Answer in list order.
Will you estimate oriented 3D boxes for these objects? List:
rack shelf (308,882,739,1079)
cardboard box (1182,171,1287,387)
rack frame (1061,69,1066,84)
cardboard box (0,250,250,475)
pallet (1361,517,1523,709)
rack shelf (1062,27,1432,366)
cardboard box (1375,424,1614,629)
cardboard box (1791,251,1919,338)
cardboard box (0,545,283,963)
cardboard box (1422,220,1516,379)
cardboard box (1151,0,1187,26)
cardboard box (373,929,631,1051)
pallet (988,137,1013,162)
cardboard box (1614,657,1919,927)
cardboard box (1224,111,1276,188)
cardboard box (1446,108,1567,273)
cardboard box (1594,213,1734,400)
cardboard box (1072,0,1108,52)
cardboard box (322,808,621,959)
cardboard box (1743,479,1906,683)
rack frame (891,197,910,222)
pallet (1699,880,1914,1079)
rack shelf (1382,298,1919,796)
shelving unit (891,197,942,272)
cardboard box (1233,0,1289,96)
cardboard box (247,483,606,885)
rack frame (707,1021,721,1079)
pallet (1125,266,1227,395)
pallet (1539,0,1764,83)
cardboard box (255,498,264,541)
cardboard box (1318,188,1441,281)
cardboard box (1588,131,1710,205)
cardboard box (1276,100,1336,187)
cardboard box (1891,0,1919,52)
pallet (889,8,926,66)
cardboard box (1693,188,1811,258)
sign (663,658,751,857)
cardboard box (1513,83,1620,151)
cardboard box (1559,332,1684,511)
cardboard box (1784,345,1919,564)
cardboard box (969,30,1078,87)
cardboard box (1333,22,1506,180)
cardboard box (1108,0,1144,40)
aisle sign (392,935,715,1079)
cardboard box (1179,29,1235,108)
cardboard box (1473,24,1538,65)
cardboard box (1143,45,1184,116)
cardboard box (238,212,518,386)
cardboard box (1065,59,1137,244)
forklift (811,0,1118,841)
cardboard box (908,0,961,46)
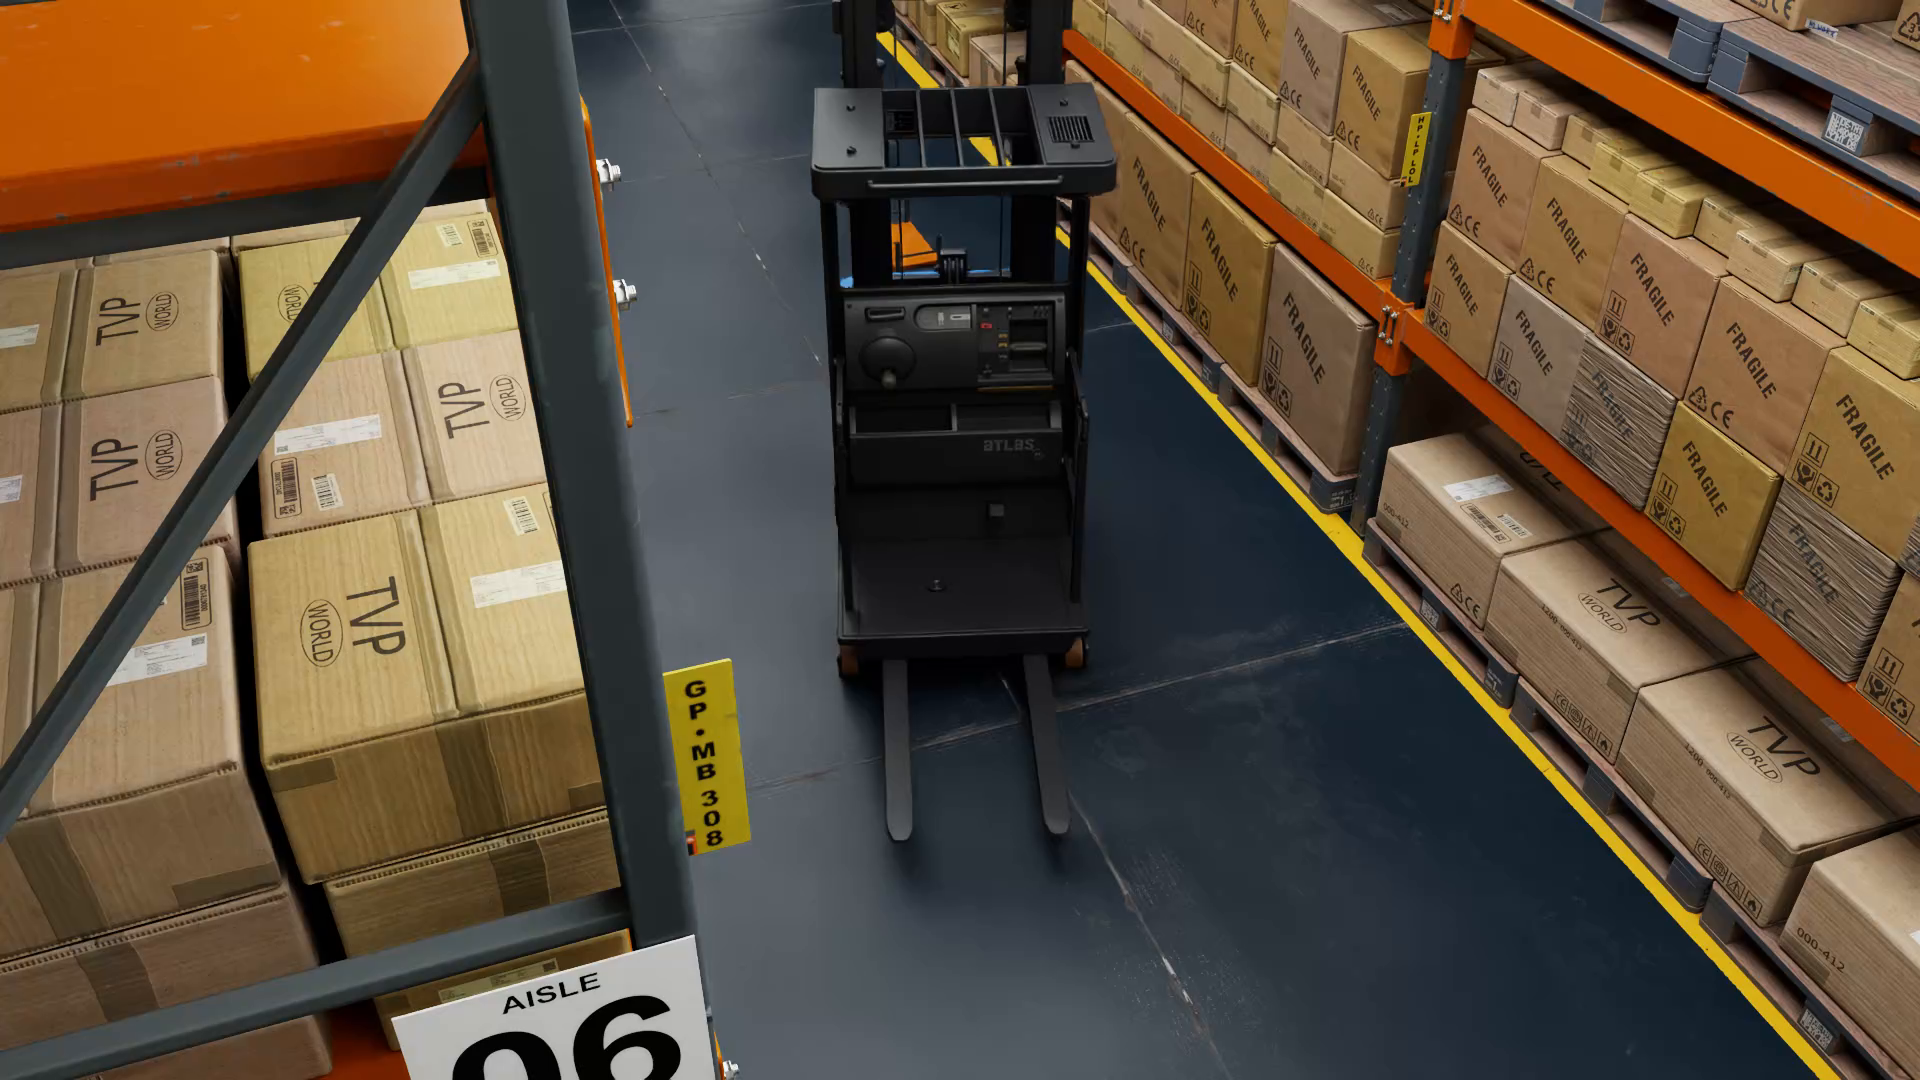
[{"bbox_3d":[-1.530,-0.093,3.985,1.077,0.370,4.000,-12,39,-16],"label":"rack shelf"},{"bbox_3d":[1.835,-1.503,9.169,0.875,0.875,0.875,-11,38,-15],"label":"cardboard box"},{"bbox_3d":[1.065,-3.601,10.538,1.000,3.000,0.127,-12,39,-16],"label":"rack frame"},{"bbox_3d":[-1.622,-0.285,3.104,0.500,0.250,0.500,-12,39,-15],"label":"cardboard box"},{"bbox_3d":[2.630,0.218,7.785,1.003,0.211,1.213,-12,39,-16],"label":"pallet"},{"bbox_3d":[1.753,-2.184,9.254,1.077,0.370,4.000,-12,39,-16],"label":"rack shelf"},{"bbox_3d":[2.557,-0.109,7.682,0.875,0.438,0.875,-13,39,-17],"label":"cardboard box"},{"bbox_3d":[2.943,-0.803,5.370,0.380,0.149,0.250,-11,38,-14],"label":"cardboard box"},{"bbox_3d":[-1.256,0.298,2.330,0.500,0.250,0.500,-13,39,-17],"label":"cardboard box"},{"bbox_3d":[2.357,-1.062,7.084,0.500,0.500,0.500,-11,38,-14],"label":"cardboard box"},{"bbox_3d":[1.348,-3.138,9.008,0.500,0.500,0.500,-11,38,-15],"label":"cardboard box"},{"bbox_3d":[-0.733,0.622,2.647,0.380,0.149,0.250,-12,39,-15],"label":"cardboard box"},{"bbox_3d":[0.797,-2.929,11.963,1.003,0.211,1.213,-12,39,-16],"label":"pallet"},{"bbox_3d":[3.174,0.906,6.334,0.875,0.438,0.875,-11,38,-15],"label":"cardboard box"},{"bbox_3d":[1.720,-2.060,8.616,0.500,0.250,0.500,-13,39,-17],"label":"cardboard box"},{"bbox_3d":[2.378,-1.462,6.783,0.500,0.500,0.500,-12,39,-16],"label":"cardboard box"},{"bbox_3d":[2.711,-0.883,6.015,0.500,0.500,0.500,-12,39,-15],"label":"cardboard box"},{"bbox_3d":[0.997,-3.213,10.147,0.500,0.250,0.500,-13,39,-17],"label":"cardboard box"},{"bbox_3d":[-0.738,0.384,2.632,0.500,0.250,0.500,-13,39,-16],"label":"cardboard box"},{"bbox_3d":[3.059,0.085,5.560,0.500,0.500,0.500,-11,38,-15],"label":"cardboard box"},{"bbox_3d":[-0.379,-1.291,8.967,0.240,1.200,0.015,-13,39,-17],"label":"rack frame"},{"bbox_3d":[3.469,1.596,5.955,1.003,0.211,1.213,-12,39,-16],"label":"pallet"},{"bbox_3d":[3.130,0.076,6.254,1.077,0.370,4.000,-12,39,-16],"label":"rack shelf"},{"bbox_3d":[-0.292,-1.154,8.784,0.258,1.200,0.503,-13,39,-17],"label":"shelving unit"},{"bbox_3d":[1.711,-2.562,8.245,0.500,0.500,0.500,-11,38,-15],"label":"cardboard box"},{"bbox_3d":[-0.758,0.189,2.475,0.500,0.250,0.500,-13,39,-16],"label":"cardboard box"},{"bbox_3d":[-0.841,1.948,3.171,1.000,3.000,0.127,-12,39,-16],"label":"rack frame"},{"bbox_3d":[1.681,-1.338,9.851,1.003,0.211,1.213,-12,39,-16],"label":"pallet"},{"bbox_3d":[2.713,-2.040,6.046,1.003,0.211,1.213,-12,39,-16],"label":"pallet"},{"bbox_3d":[-1.437,0.209,2.864,0.500,0.250,0.500,-12,39,-16],"label":"cardboard box"},{"bbox_3d":[2.050,-1.483,7.850,0.500,0.250,0.500,-13,39,-17],"label":"cardboard box"},{"bbox_3d":[2.565,-1.378,6.133,0.380,0.149,0.250,-13,39,-16],"label":"cardboard box"},{"bbox_3d":[1.882,-1.961,8.069,0.500,0.250,0.500,-12,38,-15],"label":"cardboard box"},{"bbox_3d":[3.265,-1.698,5.002,0.500,0.500,0.500,-12,39,-15],"label":"cardboard box"},{"bbox_3d":[-0.042,-4.307,13.793,1.003,0.211,1.213,-12,39,-16],"label":"pallet"},{"bbox_3d":[2.793,-1.097,5.760,0.380,0.149,0.250,-13,39,-16],"label":"cardboard box"},{"bbox_3d":[-0.332,0.288,2.155,0.100,0.325,0.005,-12,39,-16],"label":"sign"},{"bbox_3d":[2.410,-1.666,6.516,0.380,0.149,0.250,-12,39,-15],"label":"cardboard box"},{"bbox_3d":[2.691,-0.495,6.331,0.500,0.500,0.500,-12,39,-16],"label":"cardboard box"},{"bbox_3d":[3.054,-0.313,5.259,0.500,0.500,0.500,-13,39,-16],"label":"cardboard box"},{"bbox_3d":[0.618,-3.456,12.180,0.950,0.372,0.625,-13,39,-17],"label":"cardboard box"},{"bbox_3d":[2.052,-1.981,7.473,0.500,0.500,0.500,-11,38,-14],"label":"cardboard box"},{"bbox_3d":[1.184,-3.111,9.597,0.500,0.250,0.500,-12,39,-15],"label":"cardboard box"},{"bbox_3d":[-0.542,0.887,2.418,0.394,0.787,0.004,-12,39,-16],"label":"aisle sign"},{"bbox_3d":[1.506,-2.538,8.835,0.500,0.250,0.500,-12,39,-15],"label":"cardboard box"},{"bbox_3d":[2.560,-2.089,7.616,0.500,0.500,0.500,-12,39,-15],"label":"cardboard box"},{"bbox_3d":[1.365,-2.629,9.371,0.500,0.250,0.500,-11,38,-14],"label":"cardboard box"},{"bbox_3d":[-1.101,-0.384,3.235,0.500,0.250,0.500,-13,39,-17],"label":"cardboard box"},{"bbox_3d":[1.225,-2.513,10.510,0.875,0.875,0.875,-13,39,-16],"label":"cardboard box"},{"bbox_3d":[-0.005,-0.765,6.829,1.130,2.935,3.031,-2,37,-3],"label":"forklift"},{"bbox_3d":[0.122,-4.278,13.271,0.950,0.372,0.625,-10,38,-13],"label":"cardboard box"}]
